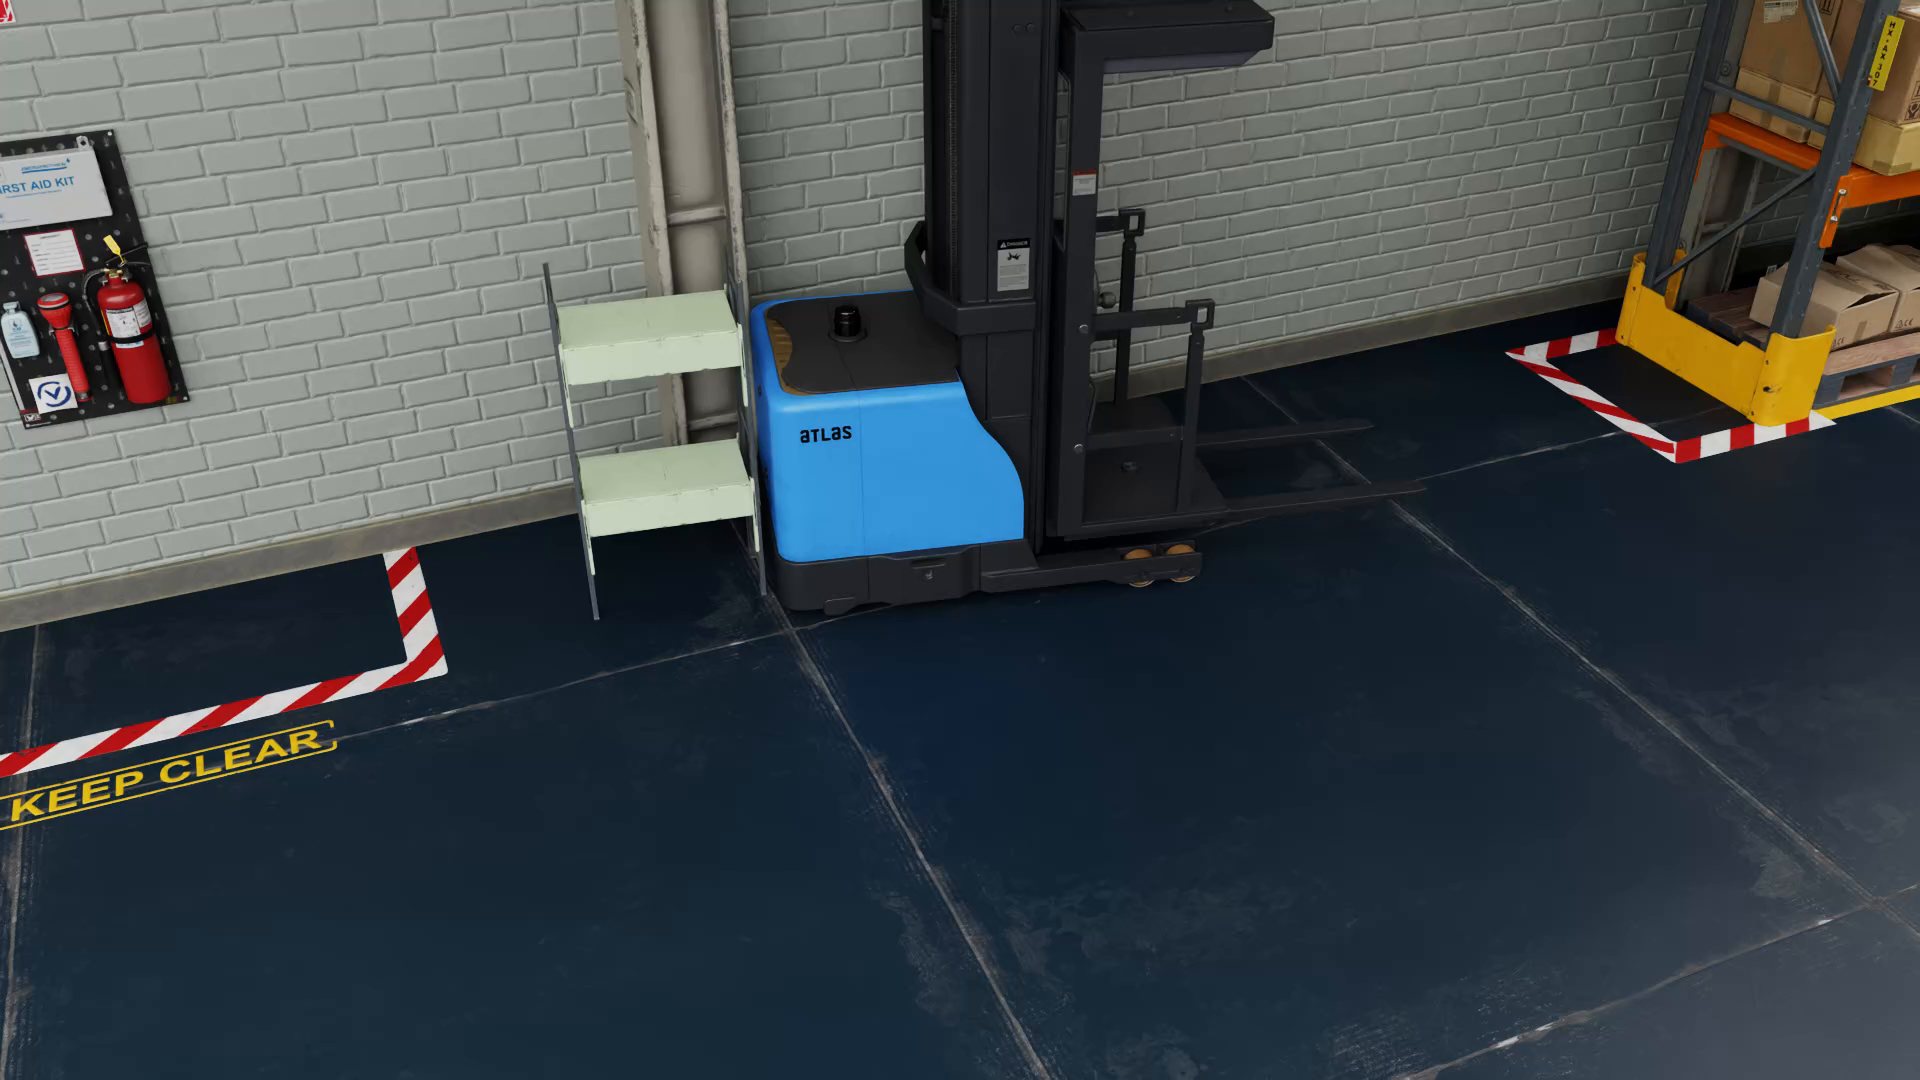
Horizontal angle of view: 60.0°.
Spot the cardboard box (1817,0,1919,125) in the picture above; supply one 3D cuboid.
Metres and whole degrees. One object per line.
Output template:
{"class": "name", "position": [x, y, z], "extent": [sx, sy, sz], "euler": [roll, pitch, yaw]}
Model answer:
{"class": "cardboard box", "position": [4.600, -2.359, 8.057], "extent": [0.500, 0.500, 0.500], "euler": [-13, 35, -19]}

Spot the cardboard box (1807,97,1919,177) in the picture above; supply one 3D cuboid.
{"class": "cardboard box", "position": [4.616, -2.039, 8.252], "extent": [0.500, 0.250, 0.500], "euler": [-14, 36, -20]}

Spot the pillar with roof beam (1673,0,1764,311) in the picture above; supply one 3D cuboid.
{"class": "pillar with roof beam", "position": [6.020, -3.082, 4.236], "extent": [0.400, 9.000, 9.100], "euler": [-13, 35, -19]}

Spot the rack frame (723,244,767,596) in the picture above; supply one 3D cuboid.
{"class": "rack frame", "position": [-0.918, -0.488, 7.124], "extent": [0.023, 1.500, 0.400], "euler": [-8, 34, -12]}

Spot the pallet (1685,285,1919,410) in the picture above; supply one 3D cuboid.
{"class": "pallet", "position": [4.876, -1.151, 9.325], "extent": [1.213, 0.211, 1.003], "euler": [-13, 35, -19]}

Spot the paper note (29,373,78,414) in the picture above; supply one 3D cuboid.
{"class": "paper note", "position": [-3.662, -0.591, 6.716], "extent": [0.142, 0.148, 0.016], "euler": [-13, 35, -19]}

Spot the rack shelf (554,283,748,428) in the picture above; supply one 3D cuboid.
{"class": "rack shelf", "position": [-1.272, -0.764, 6.834], "extent": [0.720, 0.370, 0.431], "euler": [-8, 34, -12]}

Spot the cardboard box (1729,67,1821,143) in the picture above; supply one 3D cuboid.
{"class": "cardboard box", "position": [4.399, -2.292, 8.641], "extent": [0.500, 0.250, 0.500], "euler": [-12, 35, -18]}

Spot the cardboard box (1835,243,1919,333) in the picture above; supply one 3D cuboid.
{"class": "cardboard box", "position": [5.242, -1.429, 9.257], "extent": [0.500, 0.311, 0.500], "euler": [-10, 34, -15]}

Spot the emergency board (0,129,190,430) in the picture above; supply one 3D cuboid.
{"class": "emergency board", "position": [-3.472, -0.963, 6.480], "extent": [0.643, 1.169, 0.194], "euler": [-13, 35, -19]}

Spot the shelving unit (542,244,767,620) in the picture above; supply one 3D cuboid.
{"class": "shelving unit", "position": [-1.272, -0.437, 7.046], "extent": [0.755, 1.500, 0.431], "euler": [-8, 34, -12]}

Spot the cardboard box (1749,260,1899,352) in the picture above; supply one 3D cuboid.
{"class": "cardboard box", "position": [4.716, -1.308, 9.072], "extent": [0.500, 0.311, 0.500], "euler": [-17, 37, -24]}

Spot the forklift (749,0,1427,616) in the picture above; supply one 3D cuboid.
{"class": "forklift", "position": [0.618, -1.296, 7.054], "extent": [3.031, 2.935, 1.130], "euler": [-6, 34, -9]}

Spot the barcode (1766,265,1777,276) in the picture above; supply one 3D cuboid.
{"class": "barcode", "position": [4.578, -1.517, 9.385], "extent": [0.075, 0.075, 0.001], "euler": [-13, 35, -19]}

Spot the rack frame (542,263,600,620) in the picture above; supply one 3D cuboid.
{"class": "rack frame", "position": [-1.626, -0.386, 6.969], "extent": [0.023, 1.500, 0.400], "euler": [-8, 34, -12]}

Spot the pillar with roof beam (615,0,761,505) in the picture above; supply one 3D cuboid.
{"class": "pillar with roof beam", "position": [0.488, -1.816, 2.289], "extent": [0.400, 9.000, 9.100], "euler": [-13, 35, -19]}

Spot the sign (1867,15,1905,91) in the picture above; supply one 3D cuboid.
{"class": "sign", "position": [4.253, -2.240, 7.648], "extent": [0.005, 0.325, 0.100], "euler": [-13, 35, -19]}

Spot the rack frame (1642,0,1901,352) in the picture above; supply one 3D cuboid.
{"class": "rack frame", "position": [4.043, -2.150, 8.304], "extent": [0.127, 3.000, 1.000], "euler": [-13, 35, -19]}

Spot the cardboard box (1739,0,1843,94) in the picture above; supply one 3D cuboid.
{"class": "cardboard box", "position": [4.396, -2.616, 8.452], "extent": [0.500, 0.500, 0.500], "euler": [-13, 35, -19]}

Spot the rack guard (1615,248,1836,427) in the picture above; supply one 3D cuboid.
{"class": "rack guard", "position": [4.113, -1.118, 9.010], "extent": [0.348, 0.500, 1.175], "euler": [-13, 35, -19]}

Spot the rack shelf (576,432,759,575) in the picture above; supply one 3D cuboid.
{"class": "rack shelf", "position": [-1.272, -0.164, 7.224], "extent": [0.720, 0.370, 0.431], "euler": [-8, 34, -12]}

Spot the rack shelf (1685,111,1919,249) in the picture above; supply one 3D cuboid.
{"class": "rack shelf", "position": [5.887, -2.271, 9.149], "extent": [4.000, 0.370, 1.077], "euler": [-13, 35, -19]}

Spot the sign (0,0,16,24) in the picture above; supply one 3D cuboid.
{"class": "sign", "position": [-3.518, -1.983, 5.922], "extent": [0.199, 0.298, 0.001], "euler": [-13, 35, -19]}
